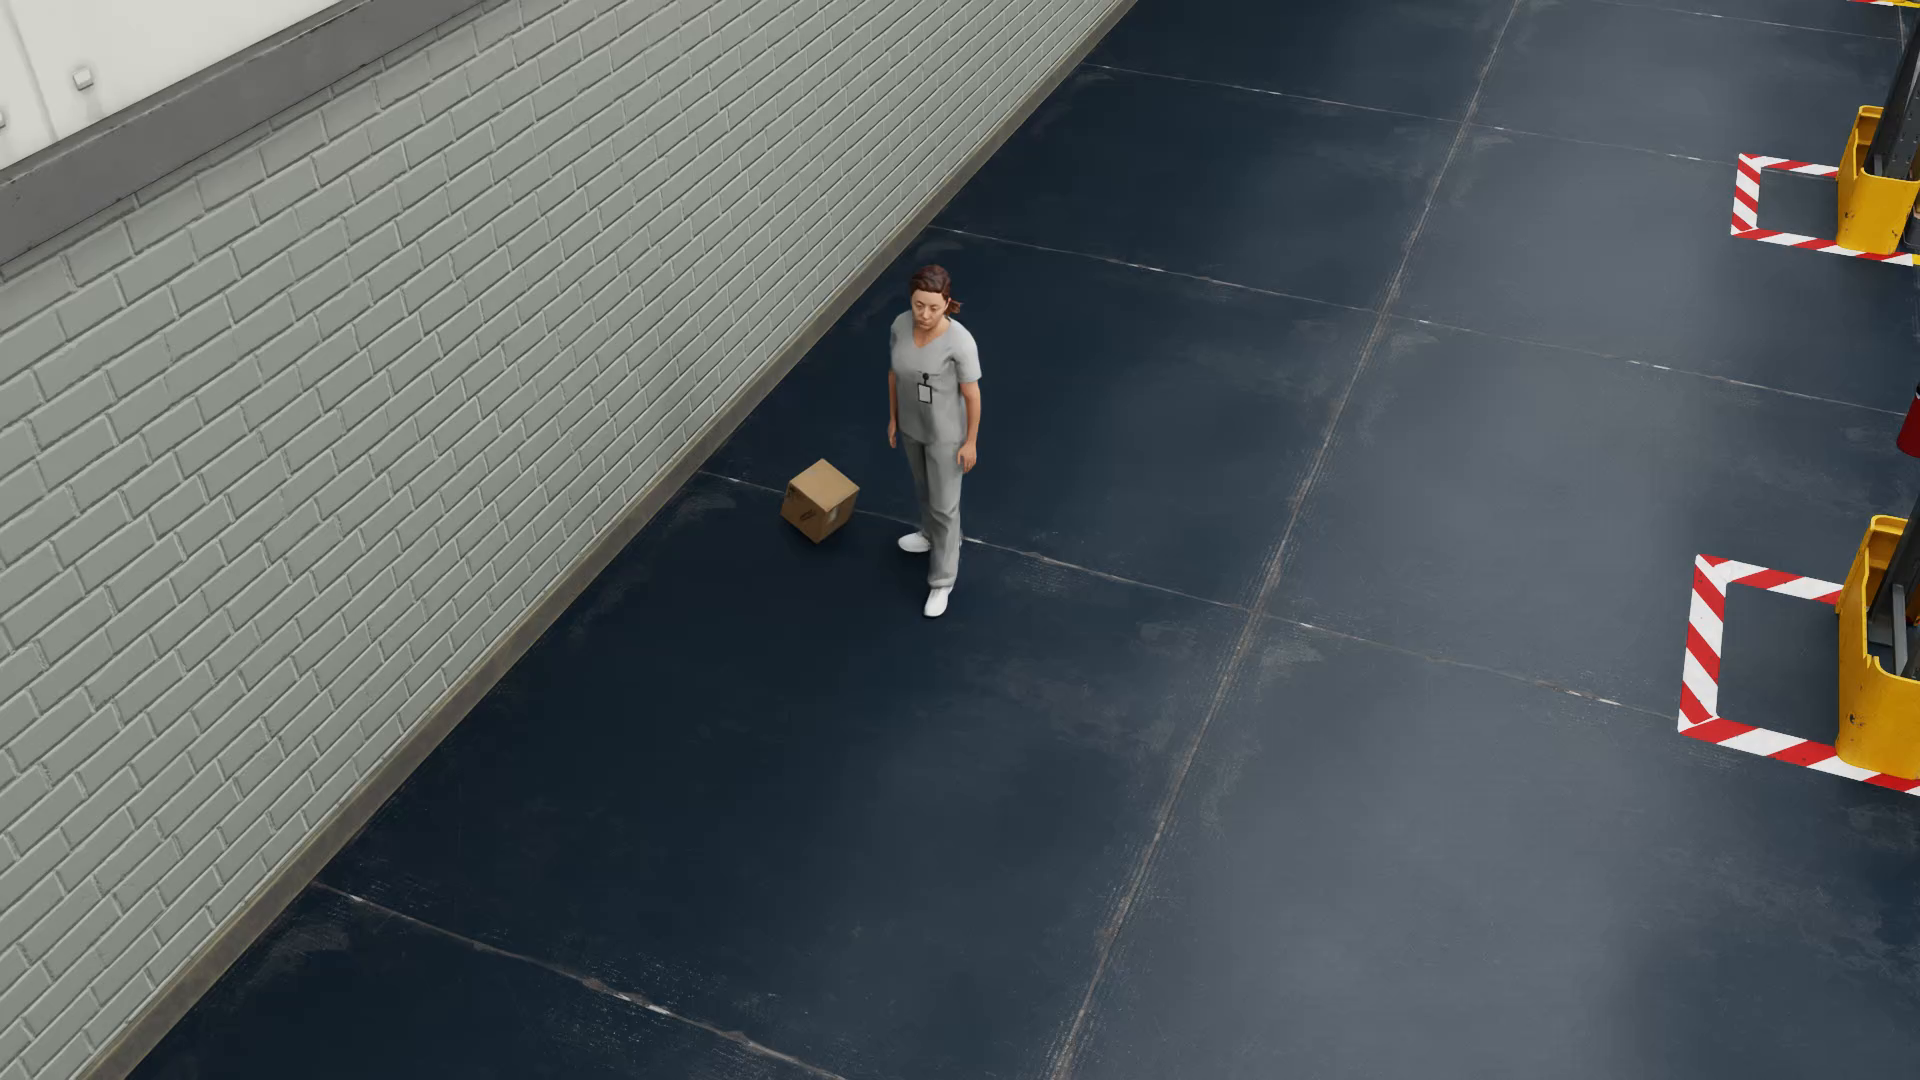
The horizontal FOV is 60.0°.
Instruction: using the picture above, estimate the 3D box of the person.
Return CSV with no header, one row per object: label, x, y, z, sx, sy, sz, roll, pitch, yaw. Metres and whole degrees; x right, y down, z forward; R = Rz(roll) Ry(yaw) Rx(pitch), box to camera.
person,-0.136,-0.492,7.454,0.508,1.675,0.540,26,45,30
